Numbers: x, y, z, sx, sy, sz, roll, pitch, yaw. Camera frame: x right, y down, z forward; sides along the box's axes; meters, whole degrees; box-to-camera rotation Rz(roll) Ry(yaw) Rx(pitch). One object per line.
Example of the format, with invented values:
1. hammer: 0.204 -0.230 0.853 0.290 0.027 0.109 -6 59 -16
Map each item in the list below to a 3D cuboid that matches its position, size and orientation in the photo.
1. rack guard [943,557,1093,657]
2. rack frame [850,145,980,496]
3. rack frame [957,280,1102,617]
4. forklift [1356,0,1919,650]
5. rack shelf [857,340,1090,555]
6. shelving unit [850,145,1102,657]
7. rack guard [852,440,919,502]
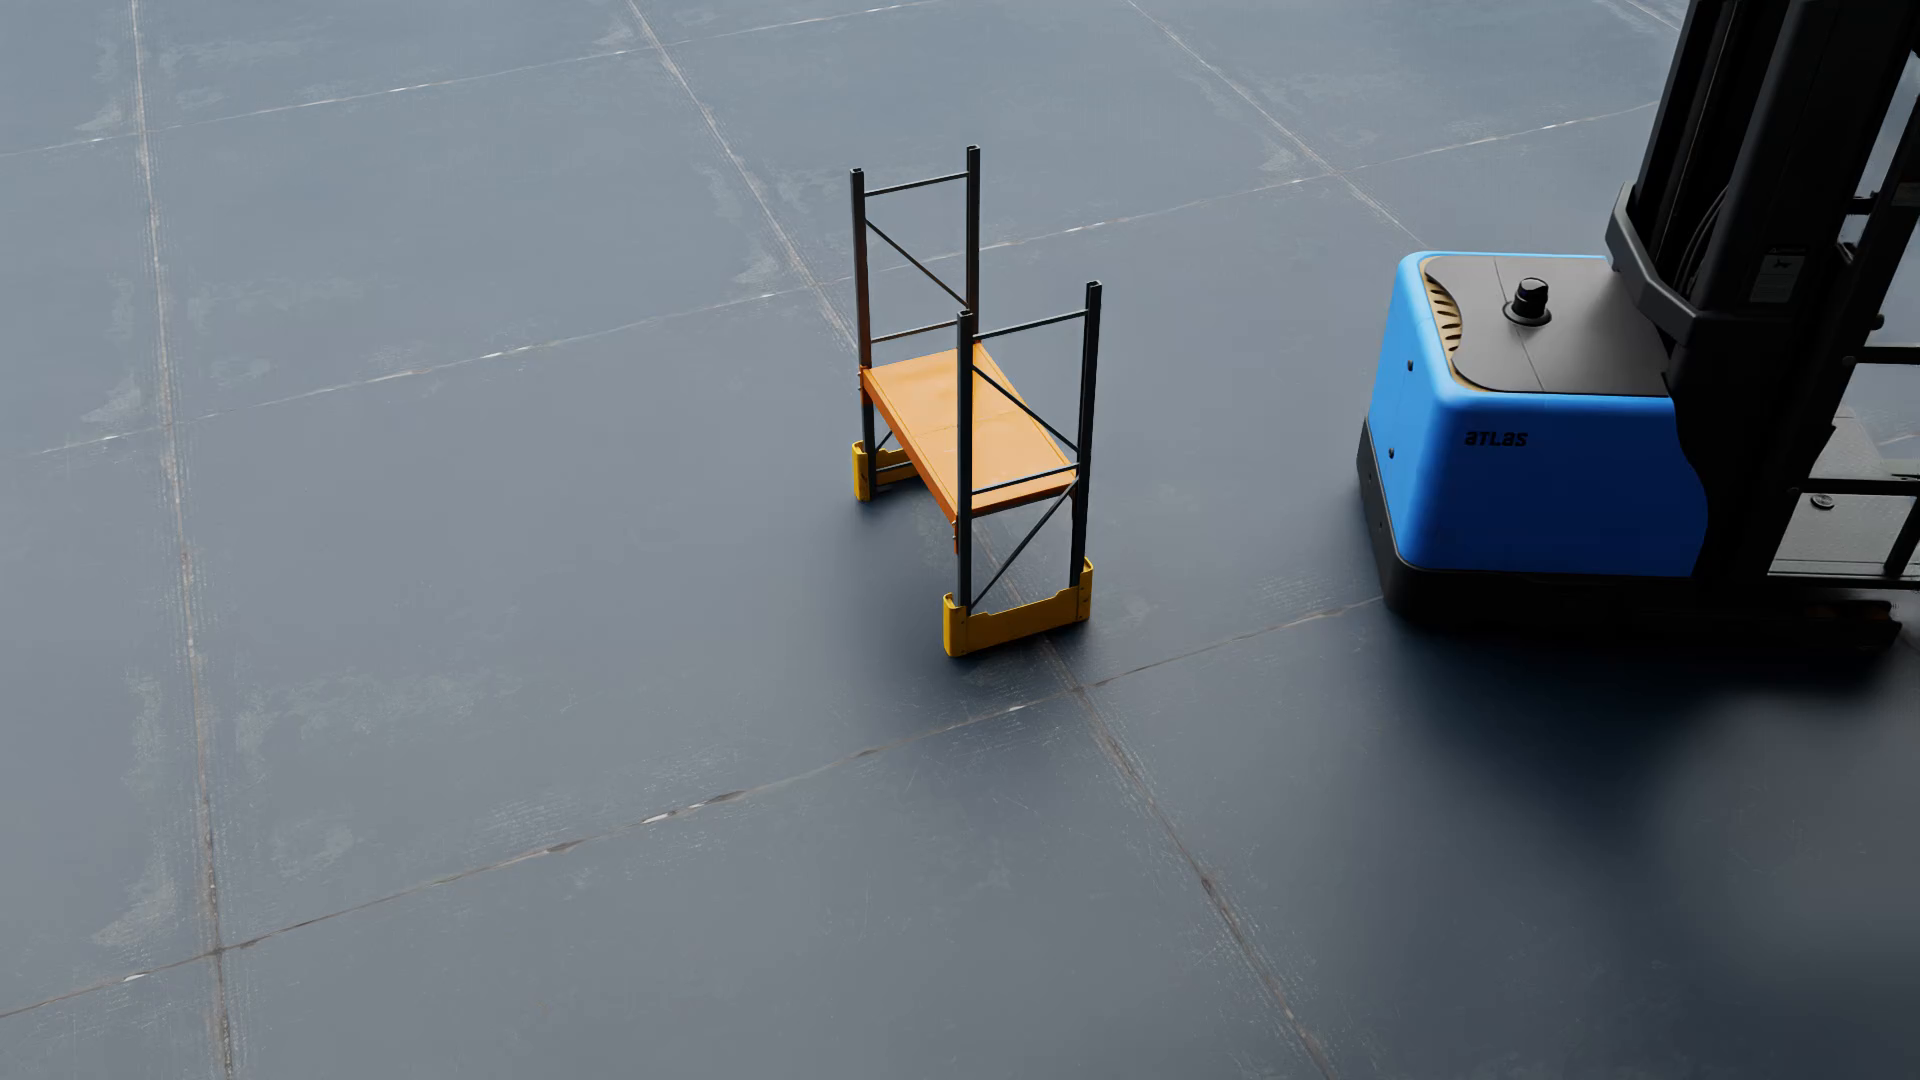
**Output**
1. rack guard: 0.220 0.251 6.266 0.587 0.250 0.087 -15 43 -17
2. rack frame: -0.162 -0.823 6.557 0.500 1.500 0.032 -15 43 -17
3. rack frame: 0.227 -0.211 5.845 0.500 1.500 0.032 -15 43 -17
4. forklift: 3.163 -1.056 5.730 3.031 2.935 1.130 2 41 2
5. rack shelf: 0.033 -0.381 6.319 0.538 0.185 1.000 -15 43 -17
6. shelving unit: 0.029 -0.523 6.208 0.587 1.500 1.083 -15 43 -17
7. rack guard: -0.161 -0.349 6.964 0.587 0.250 0.087 -15 43 -17
